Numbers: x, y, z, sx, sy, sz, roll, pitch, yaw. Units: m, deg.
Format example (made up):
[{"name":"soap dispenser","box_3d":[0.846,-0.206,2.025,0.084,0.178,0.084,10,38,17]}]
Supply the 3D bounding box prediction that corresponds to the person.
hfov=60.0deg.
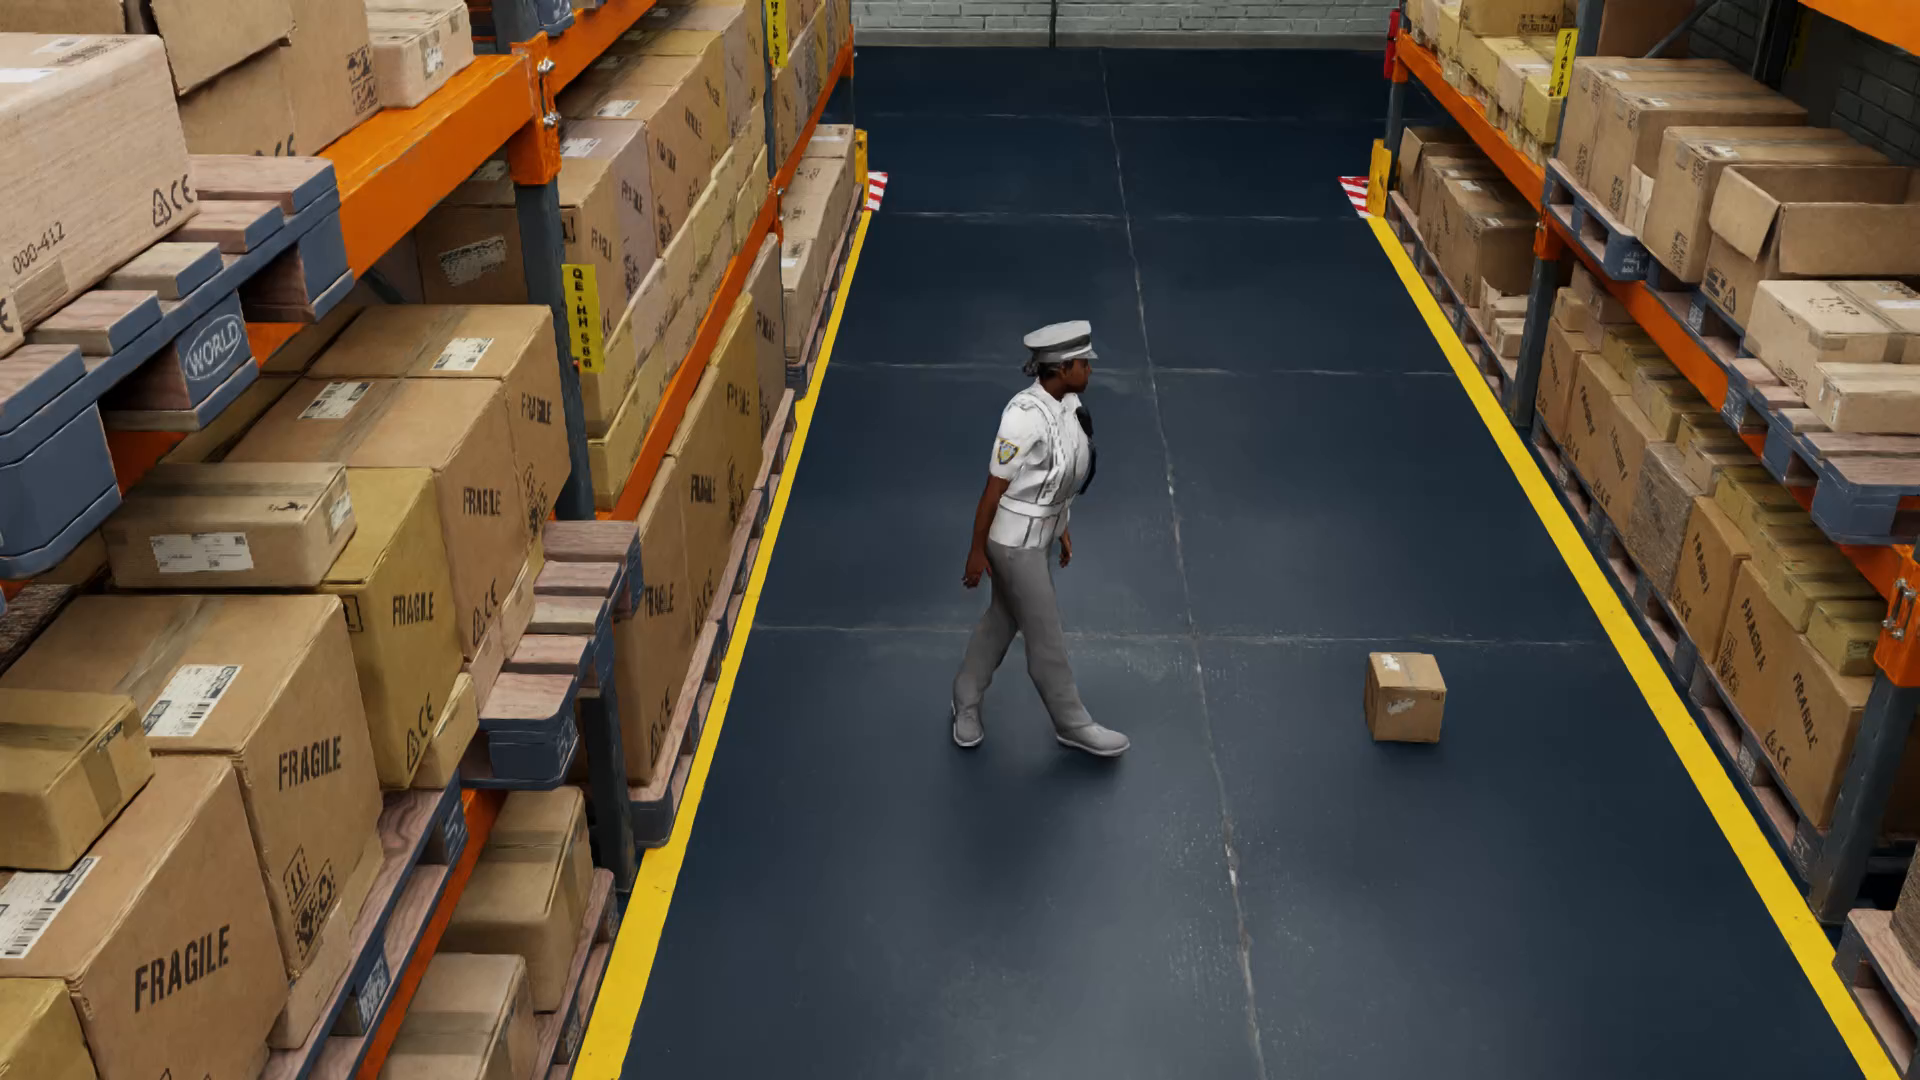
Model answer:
[{"name":"person","box_3d":[0.331,0.015,6.098,0.761,1.645,0.532,15,31,25]}]
